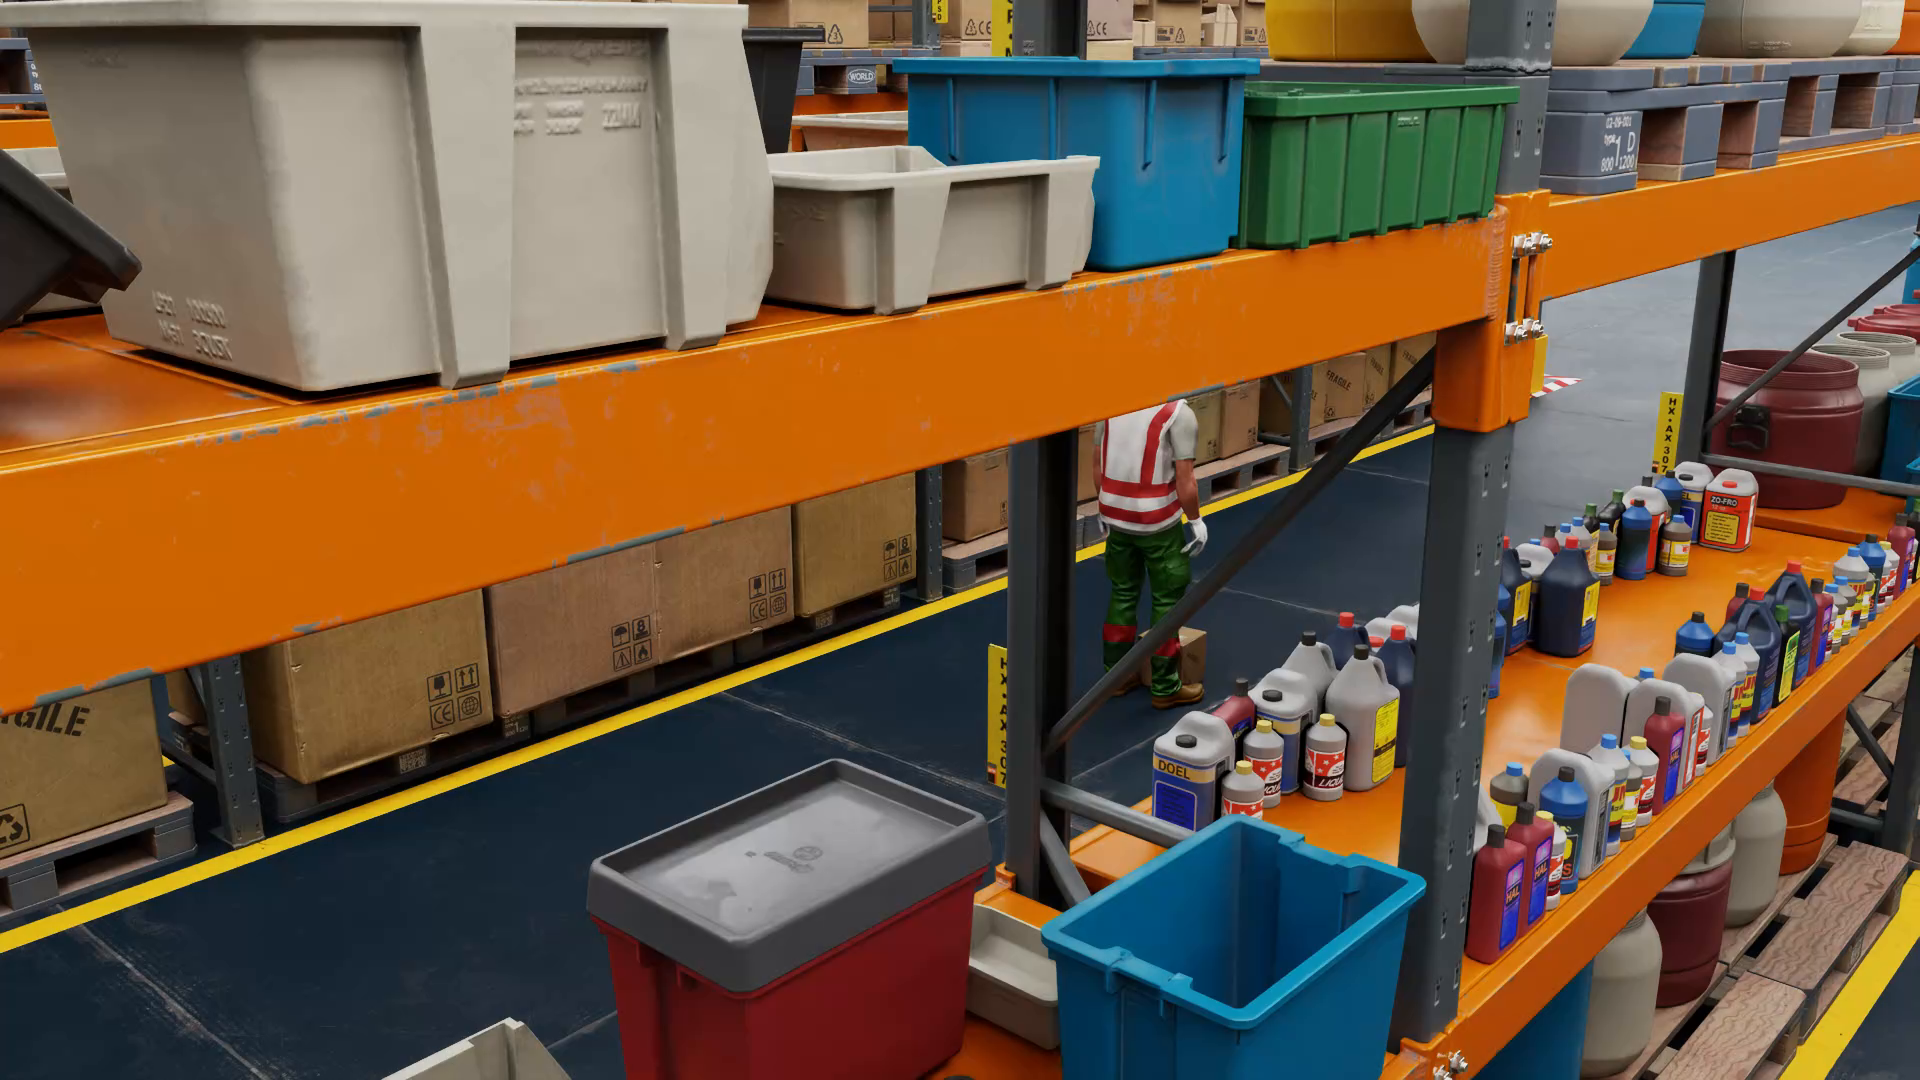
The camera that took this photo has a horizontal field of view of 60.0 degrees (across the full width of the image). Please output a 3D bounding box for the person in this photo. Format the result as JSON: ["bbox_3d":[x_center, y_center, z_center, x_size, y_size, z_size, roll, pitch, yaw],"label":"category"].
[{"bbox_3d":[0.891,-0.101,7.850,0.608,1.780,0.448,15,22,40],"label":"person"}]
